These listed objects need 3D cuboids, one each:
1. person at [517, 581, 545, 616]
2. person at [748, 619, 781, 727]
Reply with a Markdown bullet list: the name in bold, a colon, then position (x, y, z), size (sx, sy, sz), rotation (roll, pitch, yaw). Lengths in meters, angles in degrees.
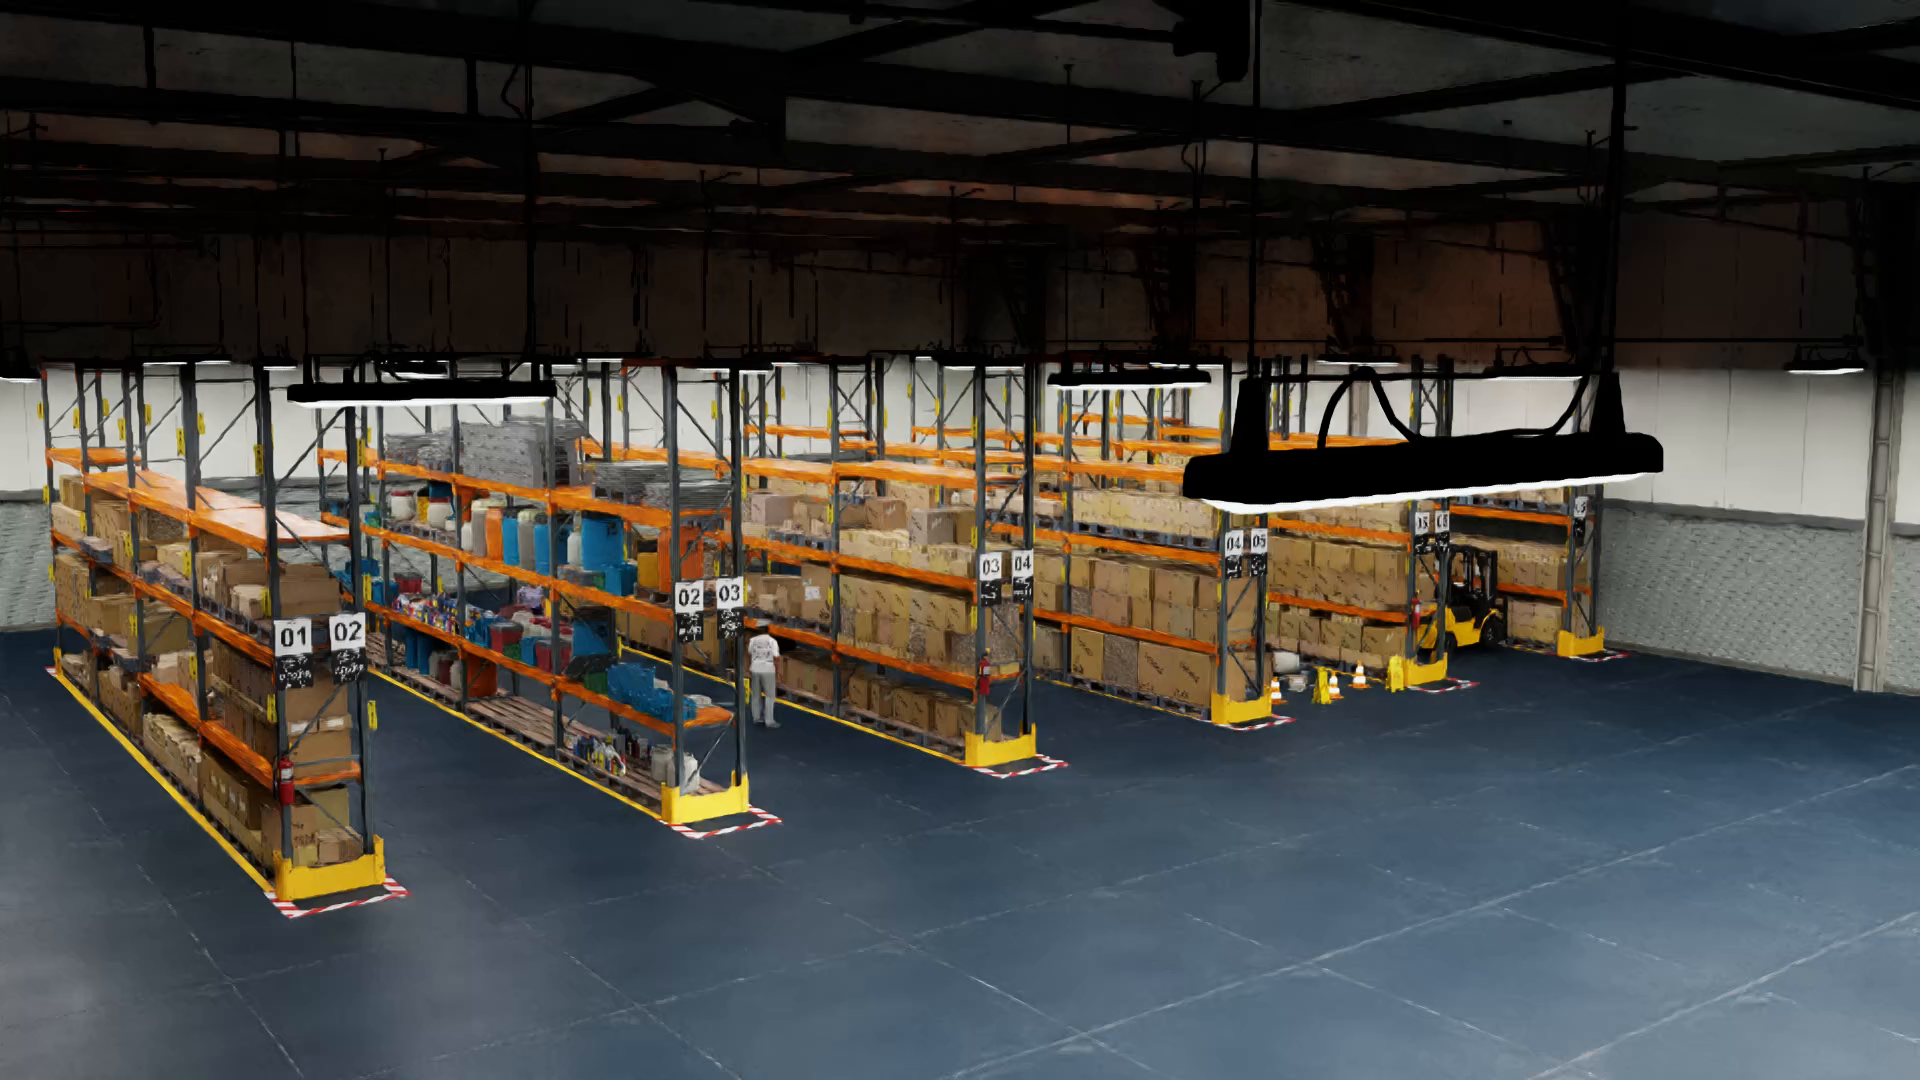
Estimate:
- **person**: position (-8.767, 1.475, 33.964), size (0.625, 1.595, 0.503), rotation (-5, 9, -38)
- **person**: position (-3.201, 2.175, 27.304), size (0.593, 1.758, 0.476), rotation (3, 7, 22)
